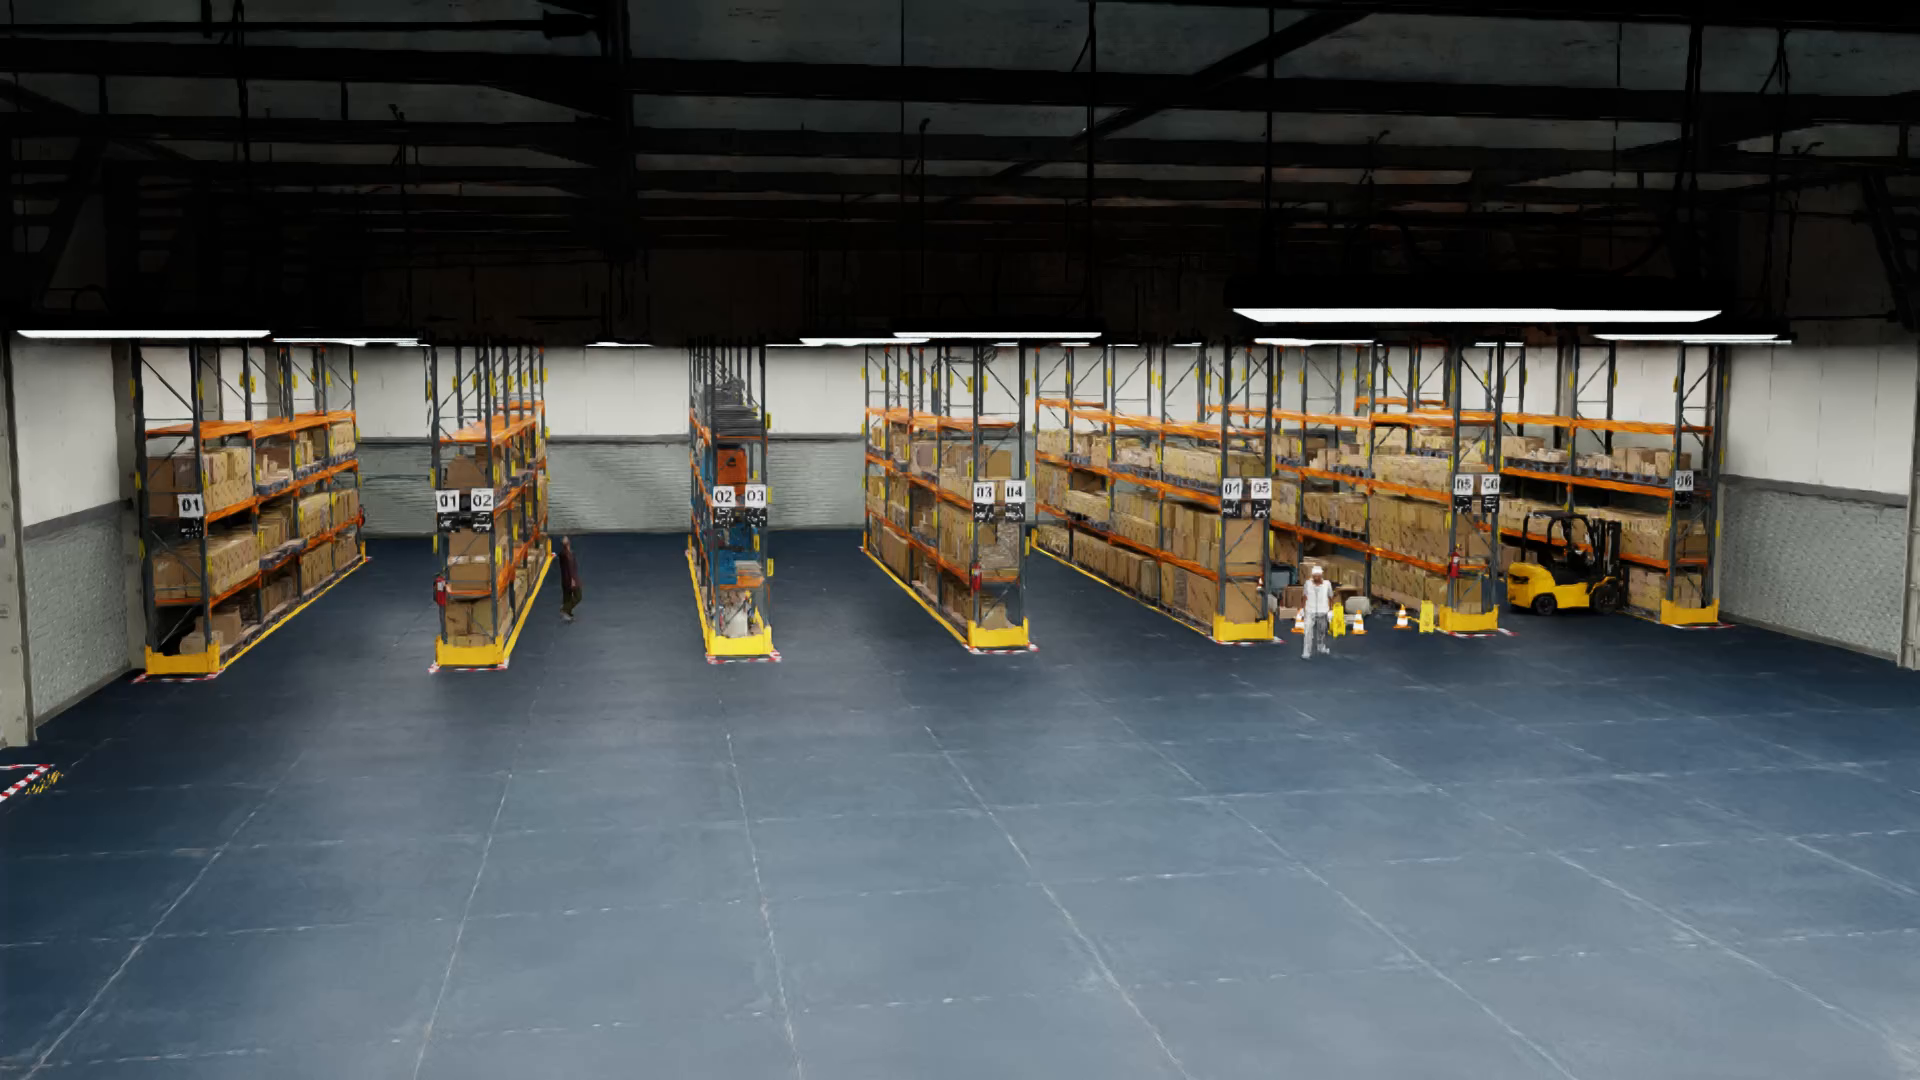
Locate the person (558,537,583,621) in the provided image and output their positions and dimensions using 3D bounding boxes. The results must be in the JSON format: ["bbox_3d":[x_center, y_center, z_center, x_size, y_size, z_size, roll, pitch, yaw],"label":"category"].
[{"bbox_3d":[-8.253,0.825,35.079,0.503,1.775,0.629,-5,8,-36],"label":"person"}]

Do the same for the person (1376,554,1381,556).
[{"bbox_3d":[11.742,-0.297,45.733,0.542,1.546,0.540,1,7,7],"label":"person"}]

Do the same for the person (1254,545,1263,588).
[{"bbox_3d":[7.086,0.374,39.365,0.570,1.668,0.559,2,7,18],"label":"person"}]

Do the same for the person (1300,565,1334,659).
[{"bbox_3d":[6.648,1.327,30.992,0.608,1.742,0.983,1,7,12],"label":"person"}]
